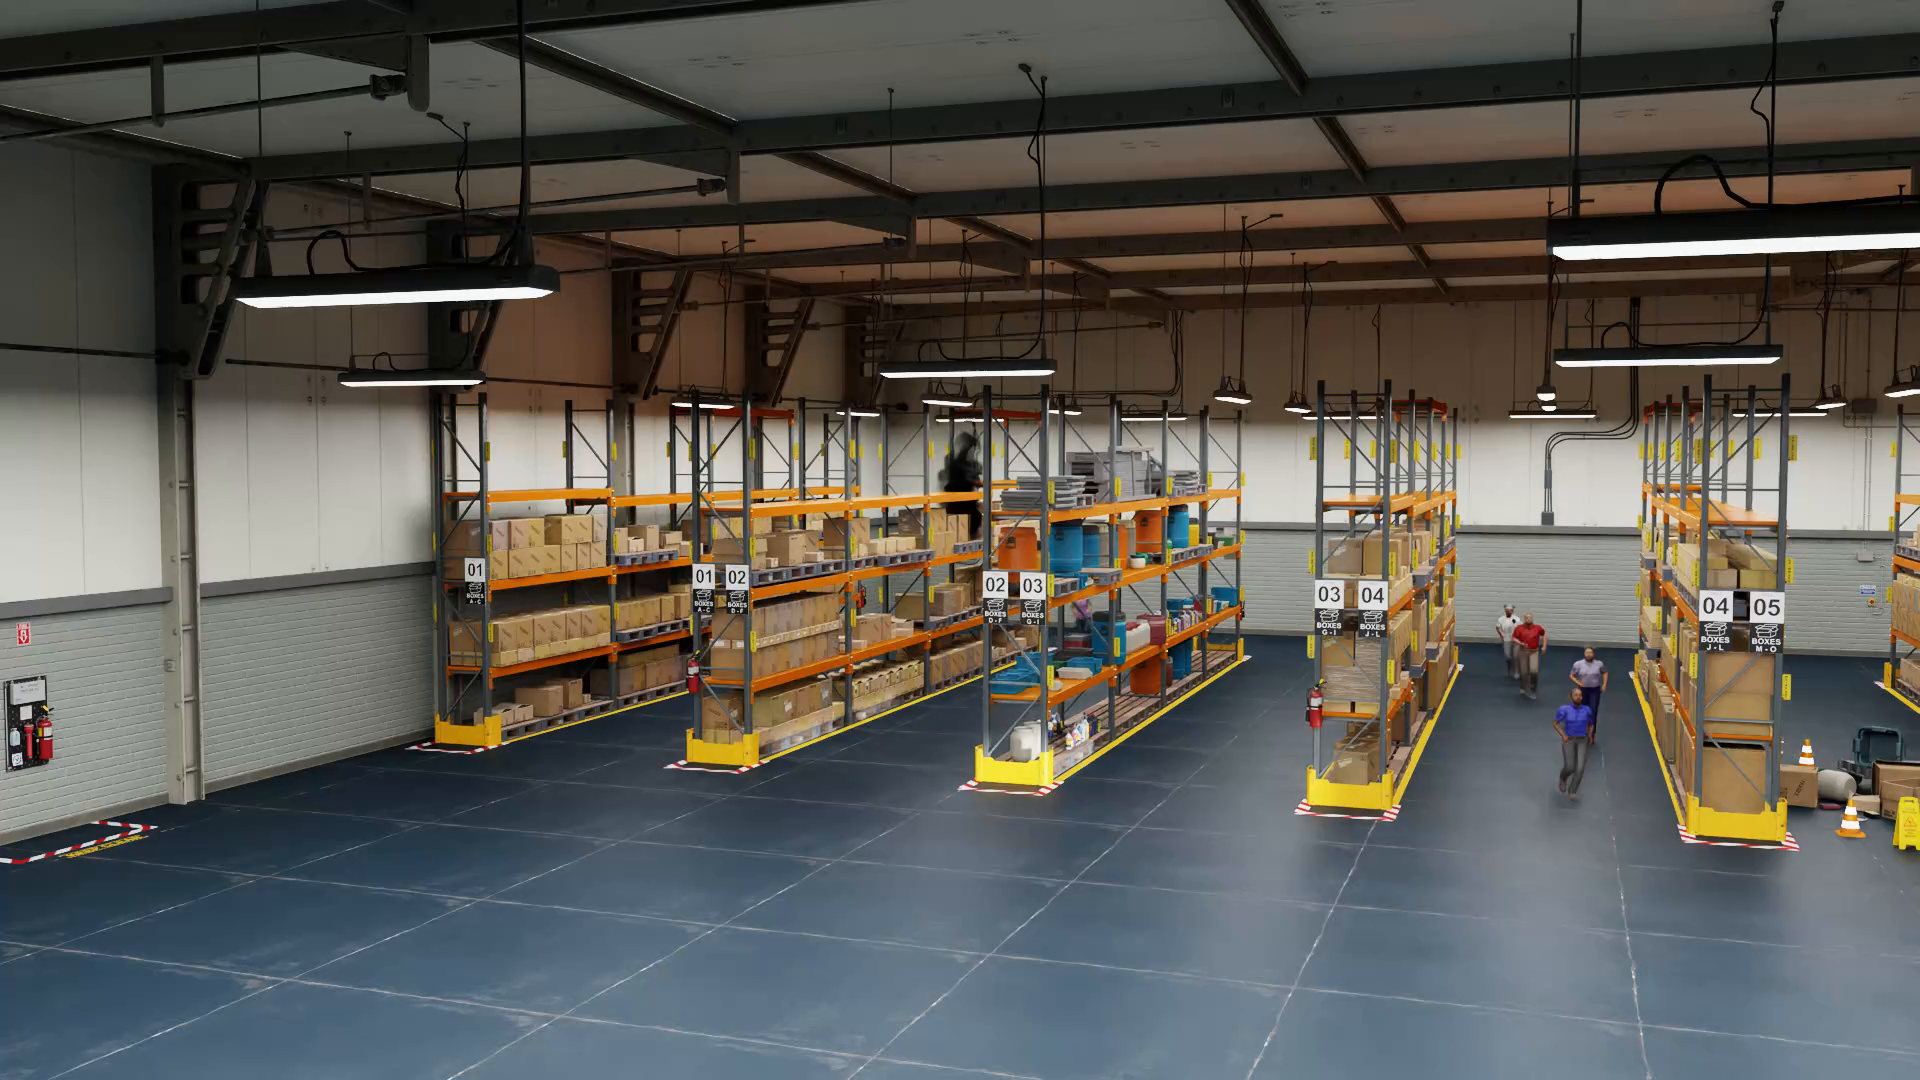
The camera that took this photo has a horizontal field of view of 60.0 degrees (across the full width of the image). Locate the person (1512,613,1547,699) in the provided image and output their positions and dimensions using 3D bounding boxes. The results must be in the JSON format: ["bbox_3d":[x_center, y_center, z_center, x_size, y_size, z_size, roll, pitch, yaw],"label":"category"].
[{"bbox_3d":[11.552,2.373,33.748,0.680,1.800,0.752,1,3,16],"label":"person"}]

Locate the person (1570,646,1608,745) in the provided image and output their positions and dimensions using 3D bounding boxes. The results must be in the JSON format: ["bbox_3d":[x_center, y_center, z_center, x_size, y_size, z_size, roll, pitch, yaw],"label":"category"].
[{"bbox_3d":[10.854,2.668,28.711,0.628,1.653,0.803,1,3,18],"label":"person"}]

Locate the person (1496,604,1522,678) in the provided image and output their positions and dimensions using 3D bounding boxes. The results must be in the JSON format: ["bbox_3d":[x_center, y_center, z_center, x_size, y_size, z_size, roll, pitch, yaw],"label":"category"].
[{"bbox_3d":[12.118,2.228,36.682,0.587,1.655,0.558,1,3,18],"label":"person"}]

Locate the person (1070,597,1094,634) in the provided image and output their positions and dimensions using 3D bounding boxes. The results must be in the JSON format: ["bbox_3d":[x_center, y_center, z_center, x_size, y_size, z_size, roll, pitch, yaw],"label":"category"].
[{"bbox_3d":[2.918,1.878,39.932,0.586,1.548,0.549,0,3,9],"label":"person"}]

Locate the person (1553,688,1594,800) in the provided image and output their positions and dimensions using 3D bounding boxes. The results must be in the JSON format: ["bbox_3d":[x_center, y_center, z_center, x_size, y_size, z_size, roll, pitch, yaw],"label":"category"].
[{"bbox_3d":[8.834,2.924,23.884,0.557,1.608,0.549,0,3,3],"label":"person"}]
